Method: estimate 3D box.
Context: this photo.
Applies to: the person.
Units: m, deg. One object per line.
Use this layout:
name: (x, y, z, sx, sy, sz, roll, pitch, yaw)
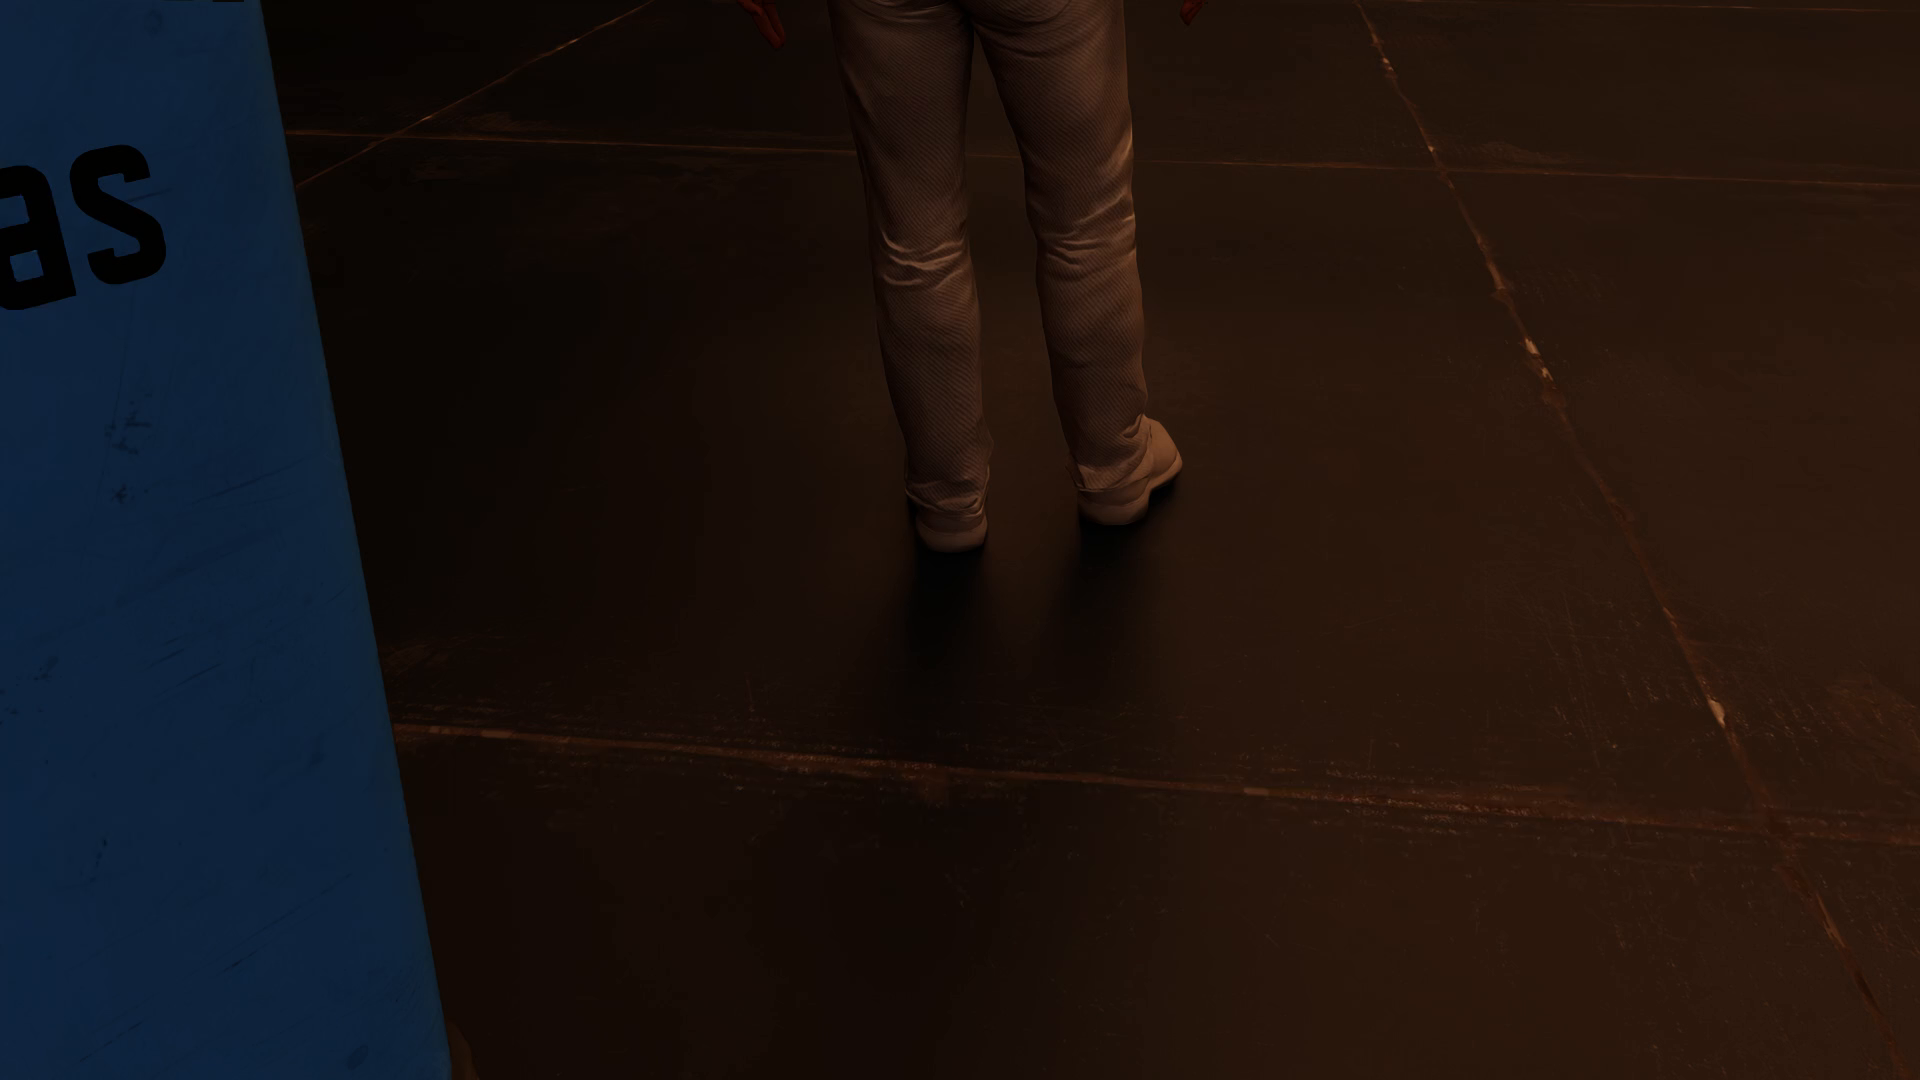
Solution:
person: (0.014, -0.827, 2.164, 0.666, 1.768, 0.575, 3, 27, 7)
